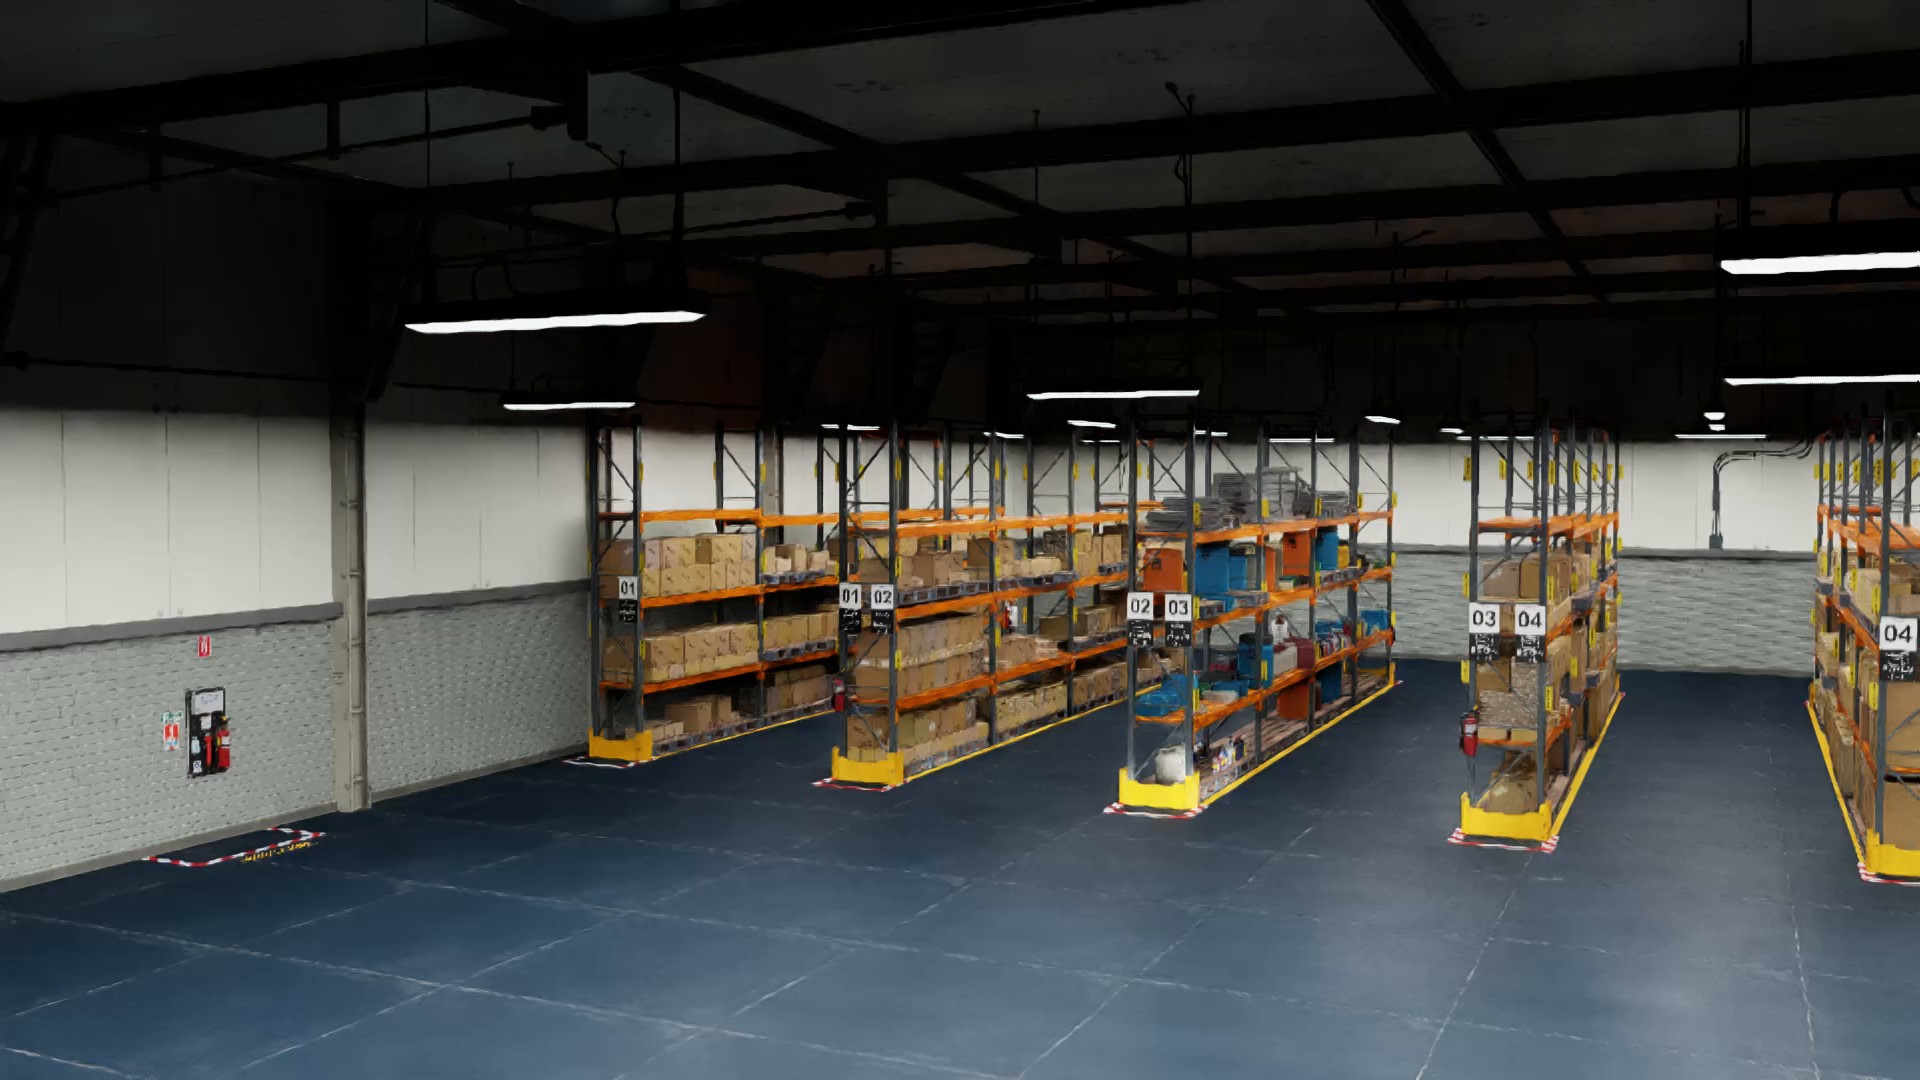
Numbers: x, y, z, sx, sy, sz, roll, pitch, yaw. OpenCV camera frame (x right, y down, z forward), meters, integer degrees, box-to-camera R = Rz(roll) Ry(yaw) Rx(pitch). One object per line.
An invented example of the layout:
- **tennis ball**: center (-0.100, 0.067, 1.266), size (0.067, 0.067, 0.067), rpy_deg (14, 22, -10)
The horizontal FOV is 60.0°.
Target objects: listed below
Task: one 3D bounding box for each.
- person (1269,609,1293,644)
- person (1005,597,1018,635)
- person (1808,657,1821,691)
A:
- **person**: center (7.642, 2.503, 39.725), size (0.562, 1.706, 1.122), rpy_deg (1, 3, 27)
- **person**: center (1.329, 2.292, 44.433), size (0.552, 1.775, 0.517), rpy_deg (-1, 3, -29)
- **person**: center (19.724, 2.590, 37.796), size (1.045, 1.728, 0.635), rpy_deg (-2, 3, -43)
